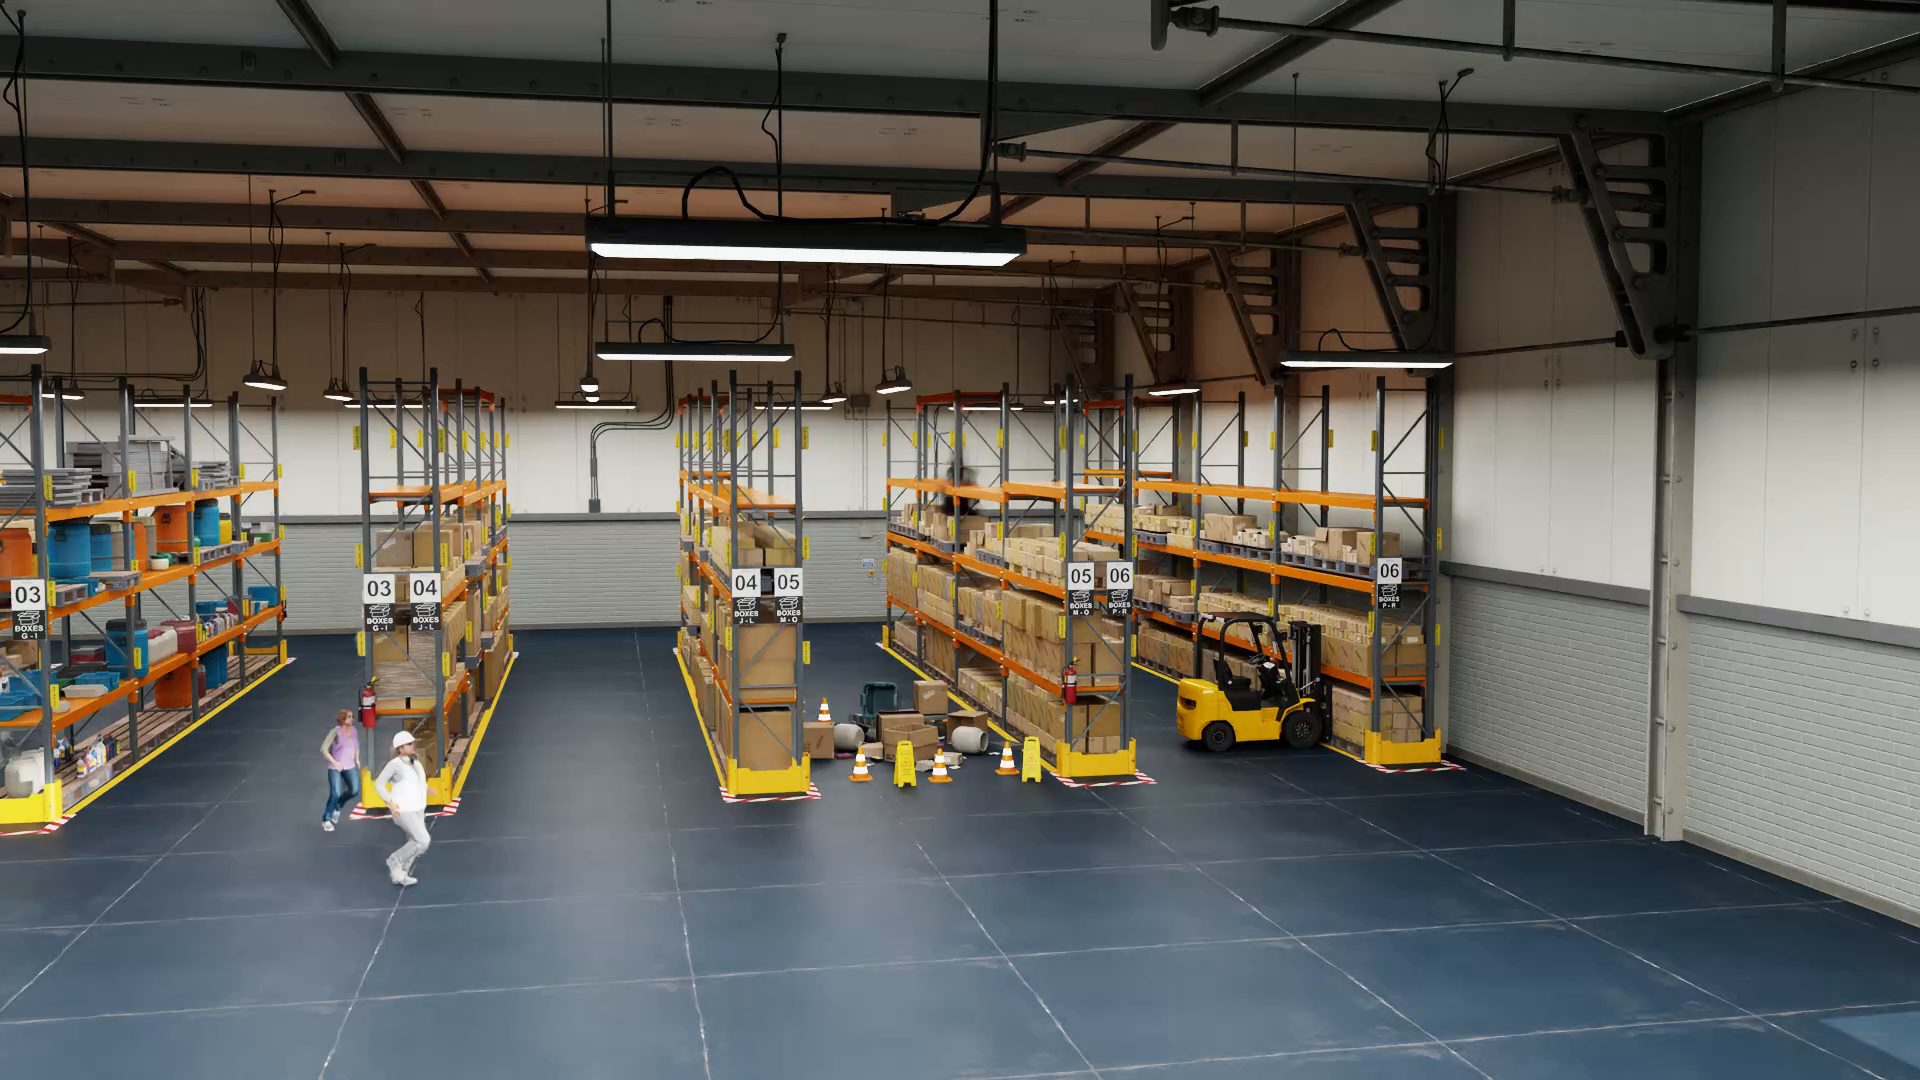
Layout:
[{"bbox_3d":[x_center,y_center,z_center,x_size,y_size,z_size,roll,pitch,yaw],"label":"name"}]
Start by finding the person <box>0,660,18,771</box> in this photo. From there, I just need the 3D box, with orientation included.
[{"bbox_3d":[-14.711,2.656,25.470,0.627,1.680,0.657,-1,3,-12],"label":"person"}]

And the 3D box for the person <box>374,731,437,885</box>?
[{"bbox_3d":[-6.155,3.017,18.670,0.591,1.730,0.644,1,3,13],"label":"person"}]

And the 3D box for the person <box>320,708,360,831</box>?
[{"bbox_3d":[-7.961,2.959,21.508,0.473,1.550,0.601,3,4,38],"label":"person"}]
